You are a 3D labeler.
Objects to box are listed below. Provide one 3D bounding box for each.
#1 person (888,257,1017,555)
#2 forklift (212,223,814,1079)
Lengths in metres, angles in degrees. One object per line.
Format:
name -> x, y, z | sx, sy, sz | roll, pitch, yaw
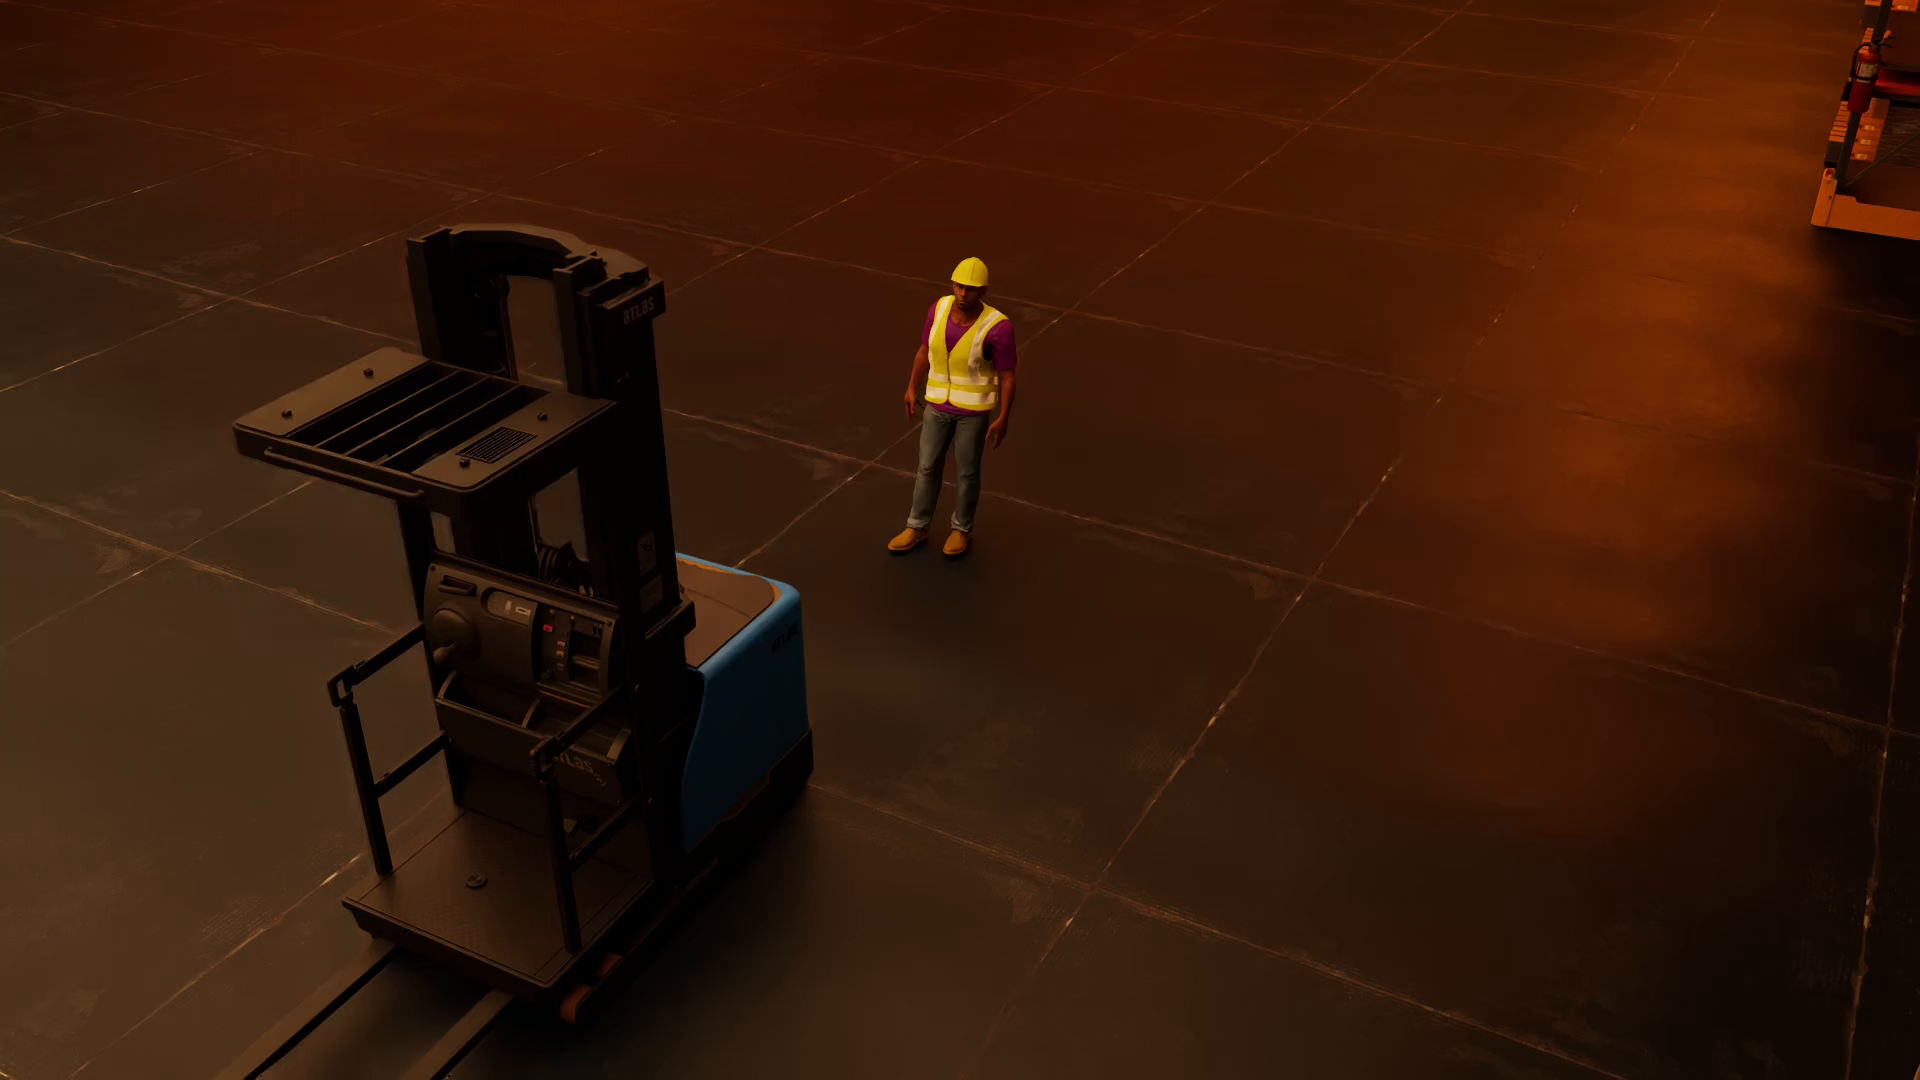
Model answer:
person -> -0.039, -0.743, 9.508 | 0.665, 1.765, 0.577 | 15, 33, 25
forklift -> -1.828, 0.412, 6.356 | 1.130, 2.935, 3.031 | 15, 33, 24
